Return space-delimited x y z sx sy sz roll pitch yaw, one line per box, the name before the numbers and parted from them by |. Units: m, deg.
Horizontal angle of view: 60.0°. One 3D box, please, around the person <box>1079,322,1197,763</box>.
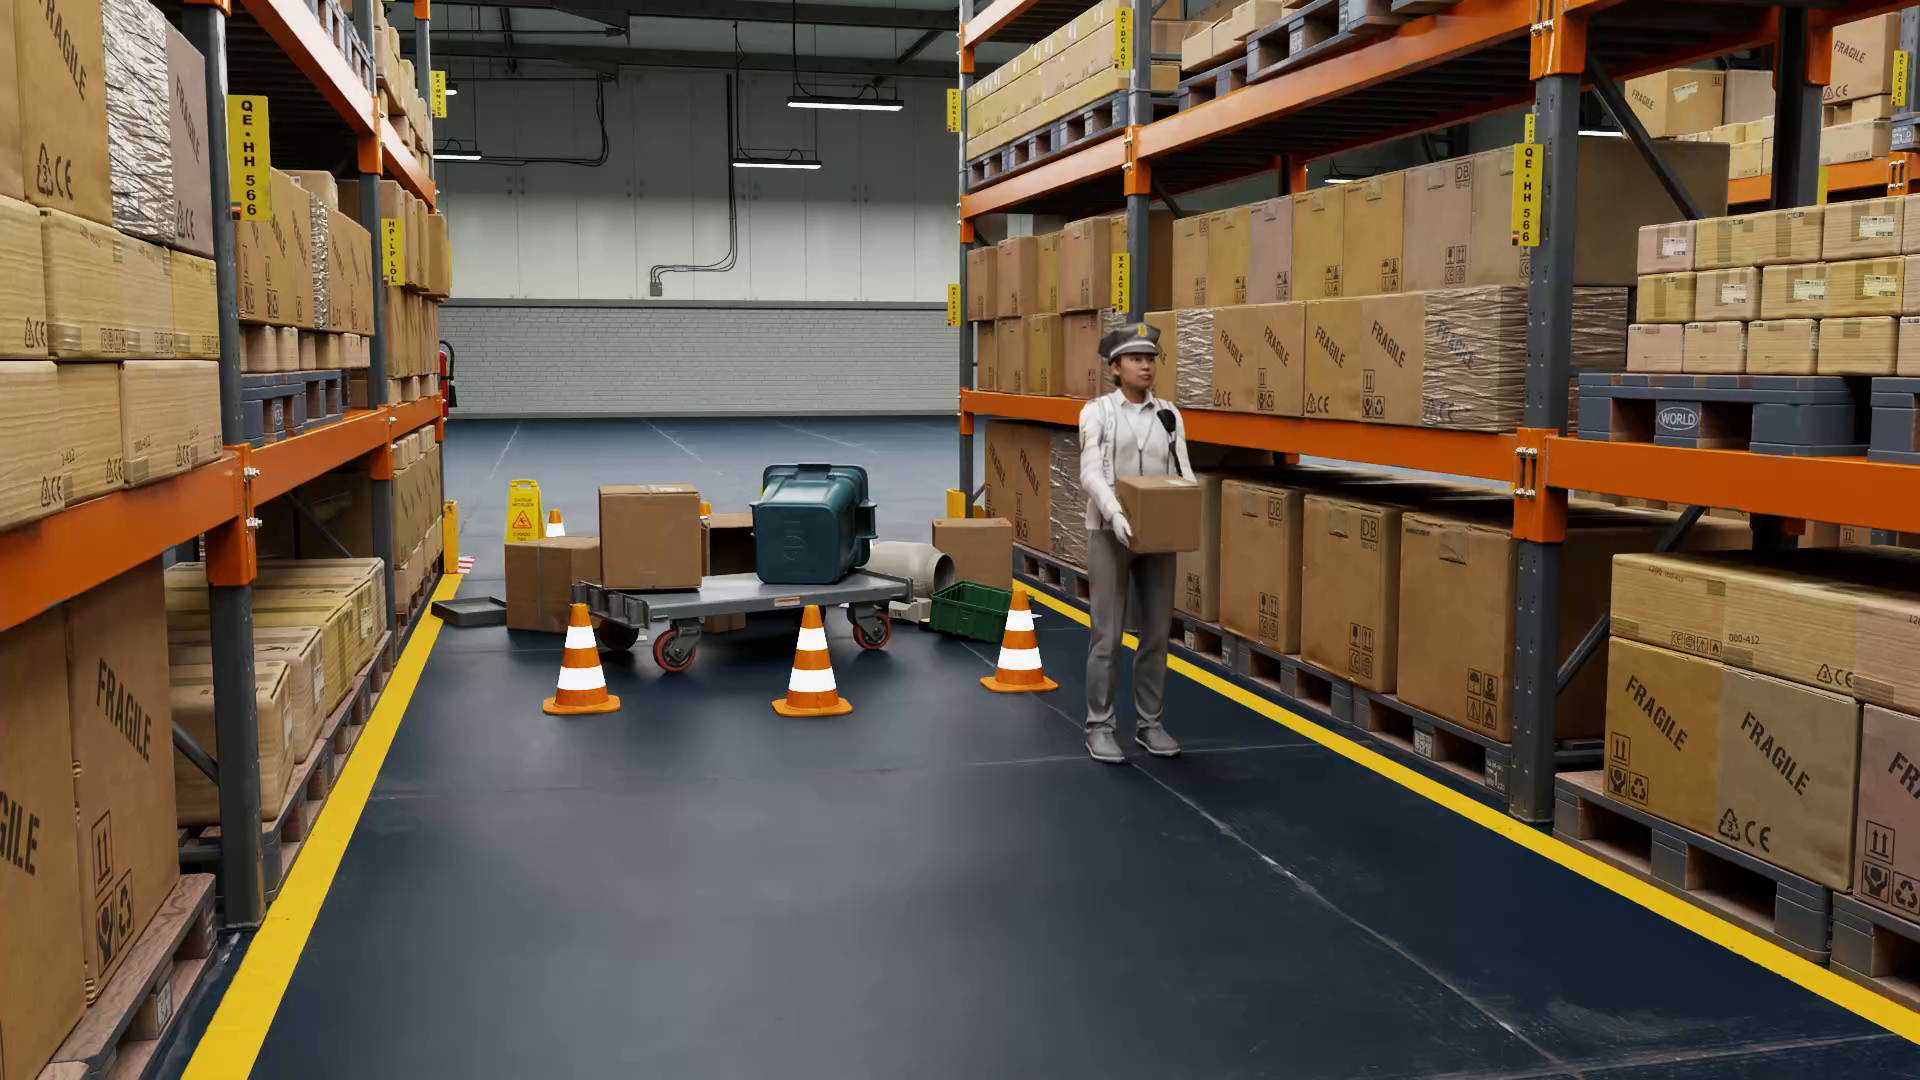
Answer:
person | 0.701 0.002 6.495 0.468 1.697 0.552 -2 6 -14
